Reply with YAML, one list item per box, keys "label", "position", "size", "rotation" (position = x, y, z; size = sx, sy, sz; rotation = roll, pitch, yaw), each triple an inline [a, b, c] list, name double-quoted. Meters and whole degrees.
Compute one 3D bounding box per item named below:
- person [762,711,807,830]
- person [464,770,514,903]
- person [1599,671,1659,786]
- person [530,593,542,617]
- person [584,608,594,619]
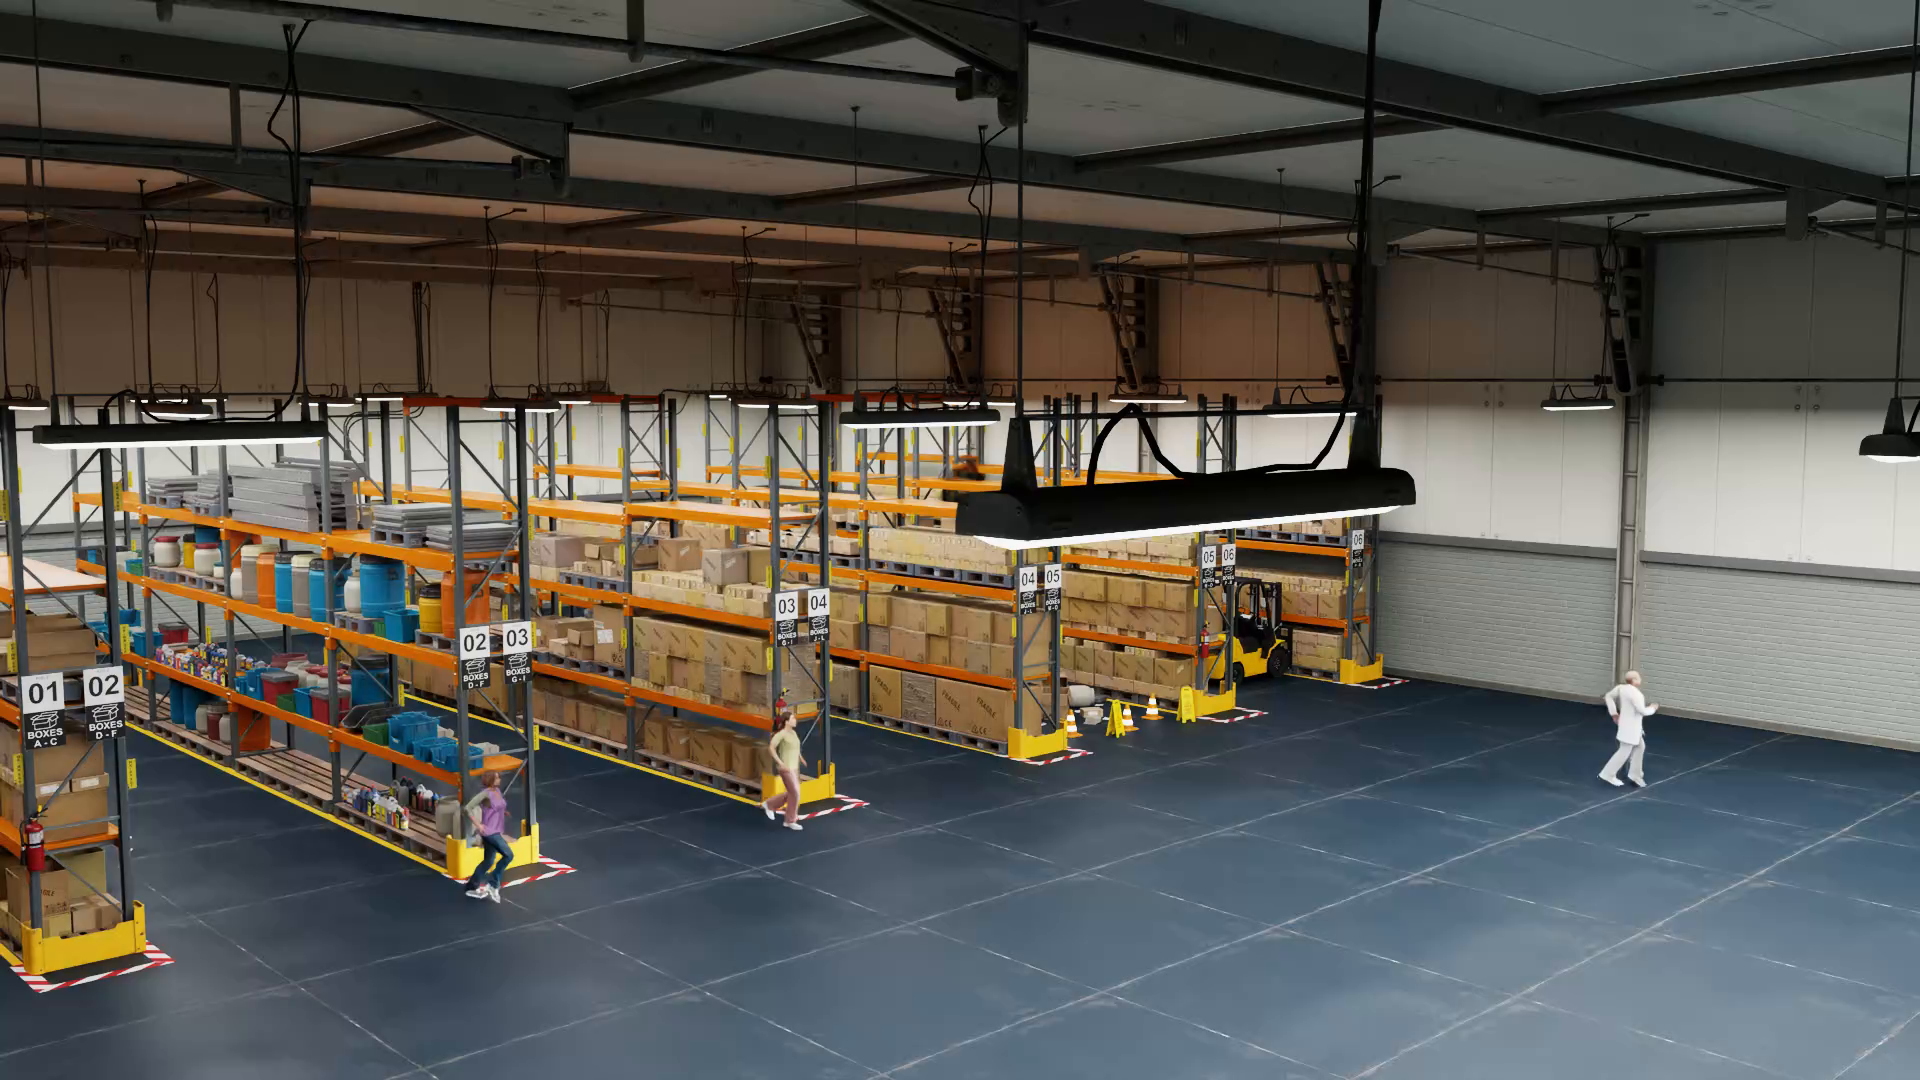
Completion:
- label: "person"
  position: [-2.483, 3.255, 23.621]
  size: [0.662, 1.626, 0.624]
  rotation: [2, 6, 22]
- label: "person"
  position: [-5.727, 3.593, 20.275]
  size: [0.619, 1.587, 0.524]
  rotation: [0, 6, -2]
- label: "person"
  position: [10.373, 2.955, 25.792]
  size: [0.882, 1.862, 0.692]
  rotation: [0, 6, 4]
- label: "person"
  position: [-9.571, 1.973, 37.161]
  size: [0.527, 1.569, 0.528]
  rotation: [-4, 7, -39]
- label: "person"
  position: [-9.248, 1.446, 41.558]
  size: [0.564, 1.727, 0.635]
  rotation: [-5, 7, -41]
